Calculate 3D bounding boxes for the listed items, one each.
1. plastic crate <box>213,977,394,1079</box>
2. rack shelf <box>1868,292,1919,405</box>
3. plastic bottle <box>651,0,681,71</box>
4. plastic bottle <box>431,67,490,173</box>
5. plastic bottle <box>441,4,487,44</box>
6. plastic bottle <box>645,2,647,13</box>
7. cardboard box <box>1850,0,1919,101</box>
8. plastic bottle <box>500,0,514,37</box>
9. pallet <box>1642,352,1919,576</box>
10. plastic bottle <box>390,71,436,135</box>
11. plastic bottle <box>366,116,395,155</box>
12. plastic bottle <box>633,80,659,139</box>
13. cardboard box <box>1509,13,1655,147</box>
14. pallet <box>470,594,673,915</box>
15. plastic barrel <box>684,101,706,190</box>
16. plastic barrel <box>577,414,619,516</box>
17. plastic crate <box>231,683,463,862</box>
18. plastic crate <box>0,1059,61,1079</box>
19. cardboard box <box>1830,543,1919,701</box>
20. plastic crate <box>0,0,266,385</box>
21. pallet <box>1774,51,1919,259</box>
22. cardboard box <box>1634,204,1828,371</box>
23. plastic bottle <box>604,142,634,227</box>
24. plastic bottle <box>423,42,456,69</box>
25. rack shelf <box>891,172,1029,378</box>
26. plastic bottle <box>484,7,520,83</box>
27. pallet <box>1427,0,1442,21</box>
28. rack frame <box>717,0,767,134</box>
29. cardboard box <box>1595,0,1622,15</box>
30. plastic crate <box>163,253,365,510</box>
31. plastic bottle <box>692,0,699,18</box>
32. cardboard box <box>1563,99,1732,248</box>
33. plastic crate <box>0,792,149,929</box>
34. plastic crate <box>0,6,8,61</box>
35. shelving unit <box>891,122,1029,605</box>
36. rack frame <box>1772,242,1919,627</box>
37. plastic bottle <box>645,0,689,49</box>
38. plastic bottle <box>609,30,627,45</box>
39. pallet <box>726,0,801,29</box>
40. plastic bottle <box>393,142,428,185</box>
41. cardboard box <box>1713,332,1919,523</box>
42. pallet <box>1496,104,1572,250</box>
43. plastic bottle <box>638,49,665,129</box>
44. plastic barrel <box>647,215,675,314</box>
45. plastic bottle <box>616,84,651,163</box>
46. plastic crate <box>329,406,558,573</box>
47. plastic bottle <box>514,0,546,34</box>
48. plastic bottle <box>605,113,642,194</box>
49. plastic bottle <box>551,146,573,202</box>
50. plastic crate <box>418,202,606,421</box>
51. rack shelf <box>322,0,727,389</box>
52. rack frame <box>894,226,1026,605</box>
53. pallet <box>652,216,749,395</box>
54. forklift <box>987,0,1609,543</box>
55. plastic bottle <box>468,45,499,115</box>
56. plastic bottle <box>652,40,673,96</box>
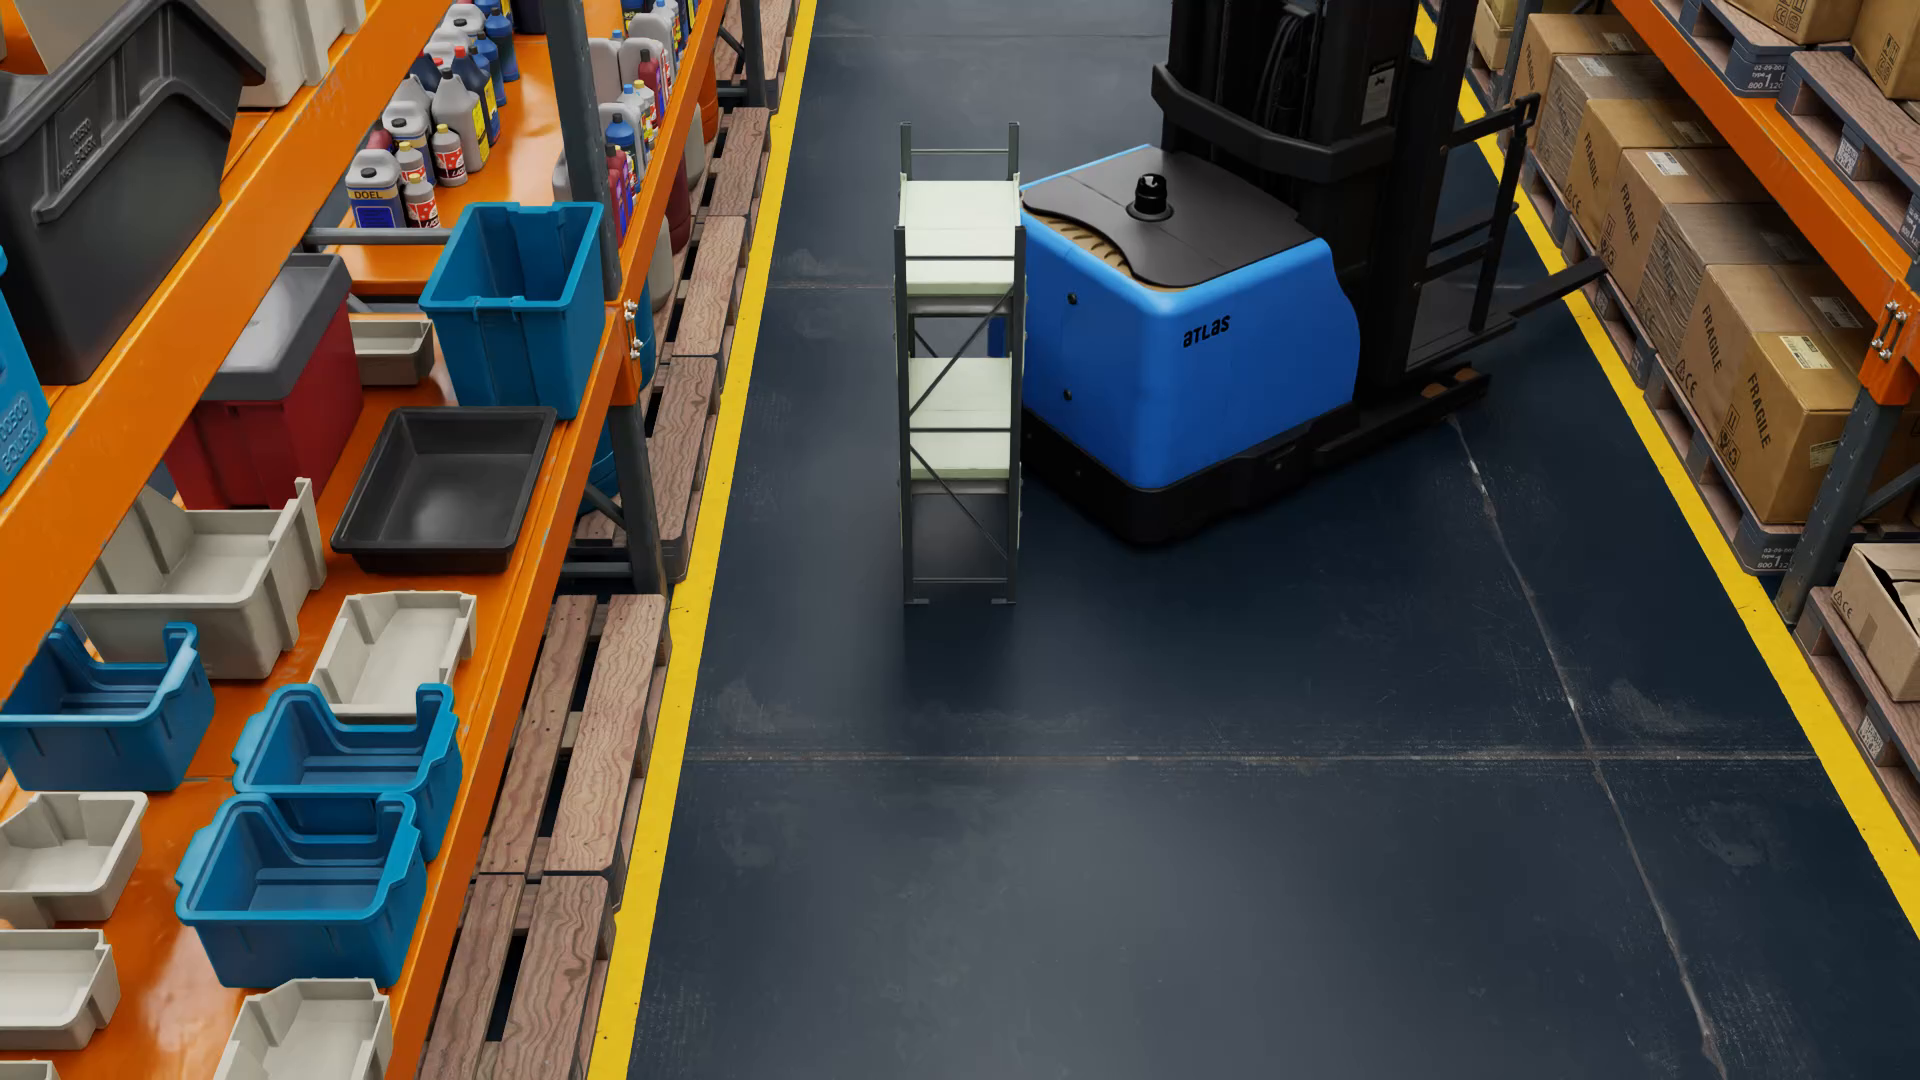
[{"bbox_3d":[-1.125,0.900,2.892,0.250,0.136,0.298,0,39,0],"label":"plastic crate"},{"bbox_3d":[3.416,0.628,3.642,1.077,0.370,4.000,0,39,0],"label":"rack shelf"},{"bbox_3d":[-1.133,-1.938,6.372,0.097,0.271,0.097,0,39,0],"label":"plastic bottle"},{"bbox_3d":[-1.724,-1.457,5.709,0.144,0.351,0.185,0,39,0],"label":"plastic bottle"},{"bbox_3d":[-1.865,-1.873,6.287,0.152,0.276,0.135,0,39,0],"label":"plastic bottle"},{"bbox_3d":[-1.260,-2.275,6.783,0.061,0.283,0.133,0,39,0],"label":"plastic bottle"},{"bbox_3d":[3.573,-1.832,5.722,0.700,0.500,0.500,6,39,7],"label":"cardboard box"},{"bbox_3d":[-1.869,-2.146,6.569,0.144,0.351,0.185,0,39,0],"label":"plastic bottle"},{"bbox_3d":[3.375,-0.323,6.485,1.003,0.211,1.213,0,39,0],"label":"pallet"},{"bbox_3d":[-1.868,-1.457,5.709,0.144,0.351,0.185,0,39,0],"label":"plastic bottle"},{"bbox_3d":[-1.909,-1.247,5.501,0.061,0.283,0.133,0,39,0],"label":"plastic bottle"},{"bbox_3d":[-1.133,-1.537,5.928,0.097,0.201,0.097,0,39,0],"label":"plastic bottle"},{"bbox_3d":[3.124,-2.316,8.388,0.500,0.500,0.500,2,39,2],"label":"cardboard box"},{"bbox_3d":[-1.500,0.646,5.275,1.003,0.211,1.213,0,39,0],"label":"pallet"},{"bbox_3d":[-1.437,-1.937,7.922,0.421,0.512,0.421,0,39,0],"label":"plastic barrel"},{"bbox_3d":[-1.523,-0.587,5.926,0.600,0.901,0.708,0,39,0],"label":"plastic barrel"},{"bbox_3d":[-1.208,0.476,3.343,0.416,0.233,0.300,0,39,0],"label":"plastic crate"},{"bbox_3d":[-1.703,0.988,2.781,0.396,0.136,0.243,0,39,0],"label":"plastic crate"},{"bbox_3d":[3.198,0.237,5.354,0.500,0.311,0.500,0,39,0],"label":"cardboard box"},{"bbox_3d":[-1.262,-0.502,2.129,0.504,0.338,0.767,0,39,0],"label":"plastic crate"},{"bbox_3d":[3.522,-1.328,5.662,1.003,0.211,1.213,0,39,0],"label":"pallet"},{"bbox_3d":[3.134,-1.030,6.784,0.500,0.500,0.500,0,39,1],"label":"cardboard box"},{"bbox_3d":[-1.114,-1.169,5.404,0.061,0.283,0.133,0,39,0],"label":"plastic bottle"},{"bbox_3d":[-1.864,-1.643,6.001,0.152,0.276,0.135,0,39,0],"label":"plastic bottle"},{"bbox_3d":[0.000,-0.894,5.542,0.431,0.370,0.720,0,39,0],"label":"rack shelf"},{"bbox_3d":[-1.740,-1.883,6.303,0.097,0.271,0.097,0,39,0],"label":"plastic bottle"},{"bbox_3d":[3.449,-3.592,10.564,1.003,0.211,1.213,0,39,0],"label":"pallet"},{"bbox_3d":[-1.544,-3.403,8.098,1.000,3.000,0.127,0,39,0],"label":"rack frame"},{"bbox_3d":[3.702,-3.042,9.062,0.500,0.311,0.500,1,39,1],"label":"cardboard box"},{"bbox_3d":[-1.790,-0.392,4.241,0.402,0.464,0.583,0,39,0],"label":"plastic crate"},{"bbox_3d":[-1.157,-2.317,6.782,0.144,0.351,0.185,0,39,0],"label":"plastic bottle"},{"bbox_3d":[3.126,-1.675,7.588,0.500,0.500,0.500,-1,39,-1],"label":"cardboard box"},{"bbox_3d":[-1.747,0.629,3.230,0.298,0.136,0.250,0,39,0],"label":"plastic crate"},{"bbox_3d":[-1.786,-0.760,2.612,0.437,0.136,0.530,0,39,0],"label":"plastic crate"},{"bbox_3d":[0.000,-0.589,5.786,0.431,1.500,0.755,0,39,0],"label":"shelving unit"},{"bbox_3d":[3.414,-0.903,4.978,1.000,3.000,0.127,0,39,0],"label":"rack frame"},{"bbox_3d":[-1.157,-2.118,6.534,0.144,0.351,0.185,0,39,0],"label":"plastic bottle"},{"bbox_3d":[-1.285,-1.826,6.289,0.097,0.201,0.097,0,39,0],"label":"plastic bottle"},{"bbox_3d":[-1.505,-3.560,10.524,1.003,0.211,1.213,0,39,0],"label":"pallet"},{"bbox_3d":[-1.830,-1.226,5.541,0.097,0.201,0.097,0,39,0],"label":"plastic bottle"},{"bbox_3d":[3.126,-0.408,6.007,0.500,0.500,0.500,0,39,0],"label":"cardboard box"},{"bbox_3d":[3.372,-1.849,8.389,1.003,0.211,1.213,0,39,0],"label":"pallet"},{"bbox_3d":[-1.115,-1.641,5.993,0.061,0.283,0.133,0,39,0],"label":"plastic bottle"},{"bbox_3d":[-1.435,-1.231,7.041,0.421,0.512,0.421,0,39,0],"label":"plastic barrel"},{"bbox_3d":[-1.132,-1.443,5.754,0.097,0.271,0.097,0,39,0],"label":"plastic bottle"},{"bbox_3d":[-1.270,-0.118,4.171,0.437,0.125,0.590,0,39,0],"label":"plastic crate"},{"bbox_3d":[-1.717,-2.230,6.674,0.144,0.351,0.185,0,39,0],"label":"plastic bottle"},{"bbox_3d":[-1.132,-1.298,5.573,0.097,0.271,0.097,0,39,0],"label":"plastic bottle"},{"bbox_3d":[-1.216,-1.128,5.299,0.144,0.351,0.185,0,39,0],"label":"plastic bottle"},{"bbox_3d":[-1.198,-0.627,4.599,0.392,0.384,0.575,0,39,0],"label":"plastic crate"},{"bbox_3d":[-1.542,-1.872,6.762,1.077,0.370,4.000,0,39,0],"label":"rack shelf"},{"bbox_3d":[0.000,-0.361,5.501,0.400,1.500,0.023,0,39,0],"label":"rack frame"},{"bbox_3d":[-1.503,-1.061,7.405,1.003,0.211,1.213,0,39,0],"label":"pallet"},{"bbox_3d":[1.586,-1.867,6.236,3.031,2.935,1.130,-24,45,-27],"label":"forklift"},{"bbox_3d":[-1.740,-1.653,6.017,0.097,0.271,0.097,0,39,0],"label":"plastic bottle"},{"bbox_3d":[-1.133,-1.766,6.213,0.097,0.201,0.097,0,39,0],"label":"plastic bottle"}]
